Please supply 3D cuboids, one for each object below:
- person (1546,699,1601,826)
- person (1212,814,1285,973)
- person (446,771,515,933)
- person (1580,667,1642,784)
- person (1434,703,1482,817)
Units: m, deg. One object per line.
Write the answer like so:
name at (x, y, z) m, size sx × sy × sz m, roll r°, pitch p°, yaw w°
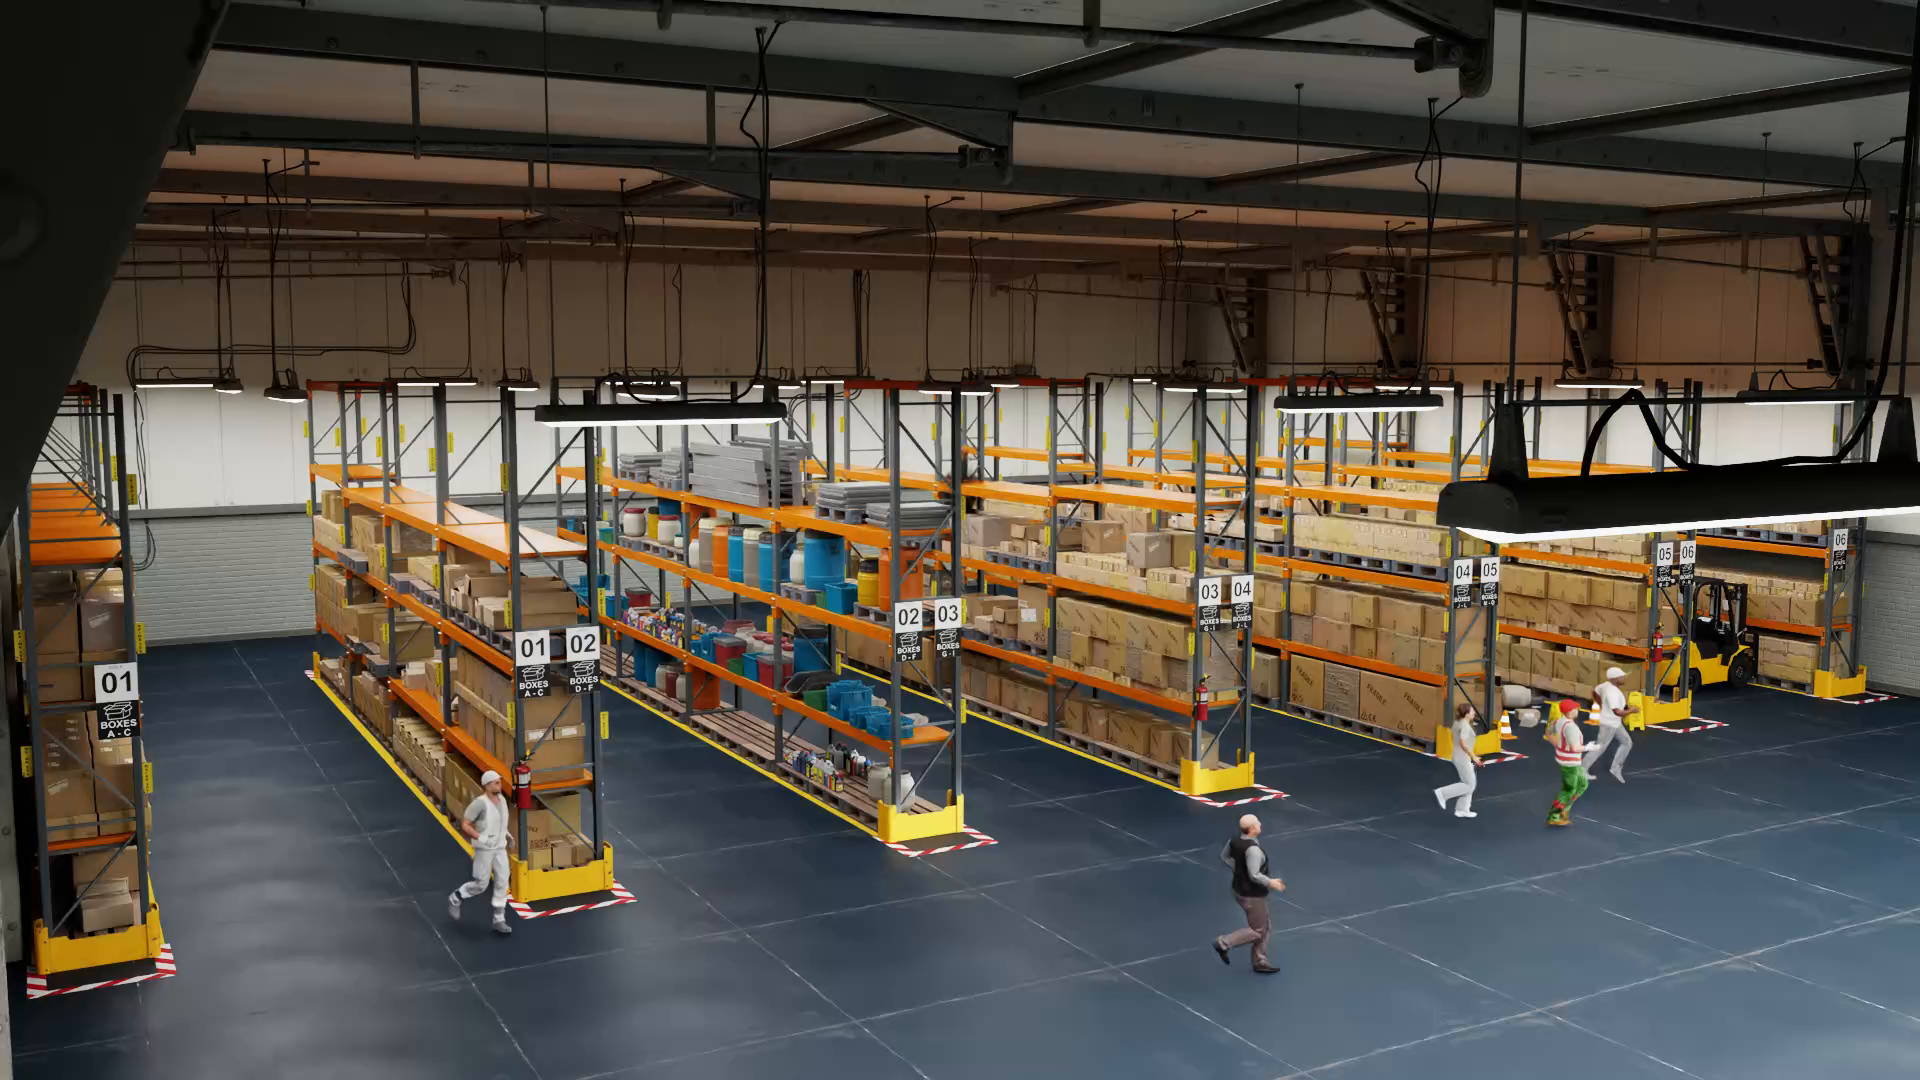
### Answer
person at (8.345, 3.042, 22.651) m, size 0.647 × 1.780 × 0.638 m, roll 1°, pitch 6°, yaw 8°
person at (2.960, 3.676, 17.210) m, size 0.792 × 1.708 × 0.661 m, roll -1°, pitch 6°, yaw -12°
person at (-5.274, 3.468, 18.720) m, size 0.928 × 1.741 × 0.718 m, roll 3°, pitch 7°, yaw 29°
person at (9.783, 2.796, 25.062) m, size 0.889 × 1.800 × 0.711 m, roll 2°, pitch 7°, yaw 21°
person at (6.918, 3.069, 23.194) m, size 0.623 × 1.622 × 0.553 m, roll 0°, pitch 6°, yaw 1°
